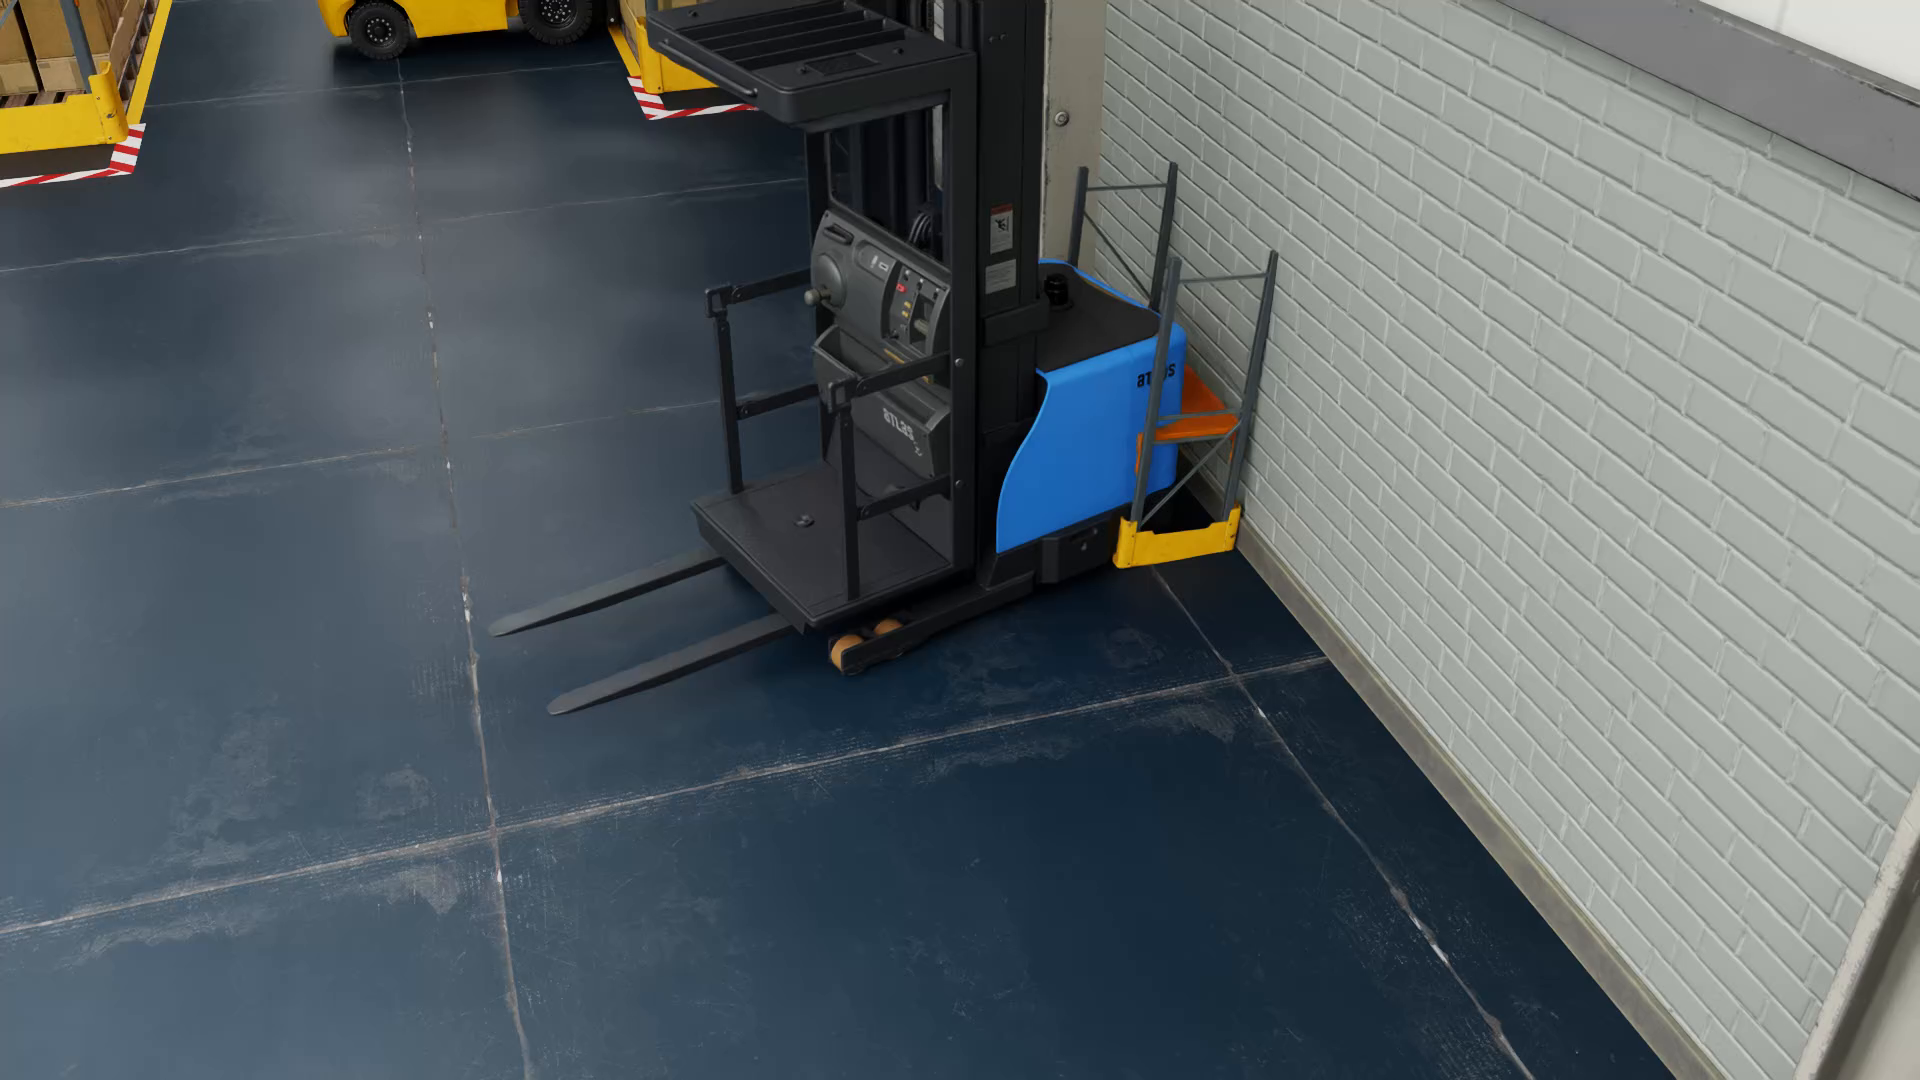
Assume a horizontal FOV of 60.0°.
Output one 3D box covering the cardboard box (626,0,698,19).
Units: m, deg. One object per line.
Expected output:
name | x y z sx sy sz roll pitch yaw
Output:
cardboard box | -2.401 -4.386 13.327 0.500 0.250 0.500 -10 35 -15

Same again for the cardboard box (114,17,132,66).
cardboard box | -6.812 -3.877 13.010 0.500 0.250 0.500 -9 34 -13

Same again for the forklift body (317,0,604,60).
forklift body | -4.270 -5.281 13.792 2.313 2.155 1.214 -10 35 -15

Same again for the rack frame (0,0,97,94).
rack frame | -6.680 -4.110 11.249 1.000 3.000 0.127 -10 35 -15

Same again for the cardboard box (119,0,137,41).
cardboard box | -6.990 -4.162 13.441 0.500 0.250 0.500 -8 34 -12

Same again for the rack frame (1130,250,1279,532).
rack frame | 1.039 -0.542 7.223 0.500 1.500 0.032 -7 35 -17

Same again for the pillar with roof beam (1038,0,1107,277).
pillar with roof beam | -3.578 -4.093 5.781 9.100 9.000 0.400 -10 35 -15

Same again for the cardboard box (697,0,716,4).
cardboard box | -1.900 -4.465 13.446 0.500 0.250 0.500 -9 35 -14

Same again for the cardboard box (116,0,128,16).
cardboard box | -6.980 -4.472 13.230 0.500 0.500 0.500 -9 35 -14

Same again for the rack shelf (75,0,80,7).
rack shelf | -7.290 -4.860 13.037 1.077 0.370 4.000 -10 35 -15

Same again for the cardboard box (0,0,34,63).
cardboard box | -7.173 -3.828 12.255 0.500 0.500 0.500 -10 35 -14

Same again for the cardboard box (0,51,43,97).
cardboard box | -7.190 -3.530 12.484 0.500 0.250 0.500 -10 35 -15

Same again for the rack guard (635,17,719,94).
rack guard | -1.947 -3.891 13.185 1.175 0.500 0.348 -10 35 -15

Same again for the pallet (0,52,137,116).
pallet | -6.918 -3.419 12.733 1.003 0.211 1.213 -10 35 -15

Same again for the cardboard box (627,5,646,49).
cardboard box | -2.399 -4.168 13.451 0.500 0.250 0.500 -10 35 -14

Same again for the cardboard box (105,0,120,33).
cardboard box | -6.835 -4.207 12.829 0.500 0.500 0.500 -11 35 -17

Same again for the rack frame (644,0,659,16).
rack frame | -1.954 -4.947 12.515 1.000 3.000 0.127 -10 35 -15

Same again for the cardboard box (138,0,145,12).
cardboard box | -7.292 -4.695 14.248 0.500 0.250 0.500 -11 35 -16

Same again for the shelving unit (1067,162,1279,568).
shelving unit | 0.878 -0.820 7.629 0.587 1.500 1.083 -7 35 -17

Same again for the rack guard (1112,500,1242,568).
rack guard | 0.988 -0.030 7.578 0.587 0.250 0.087 -7 35 -17

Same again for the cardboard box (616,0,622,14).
cardboard box | -2.685 -4.695 14.248 0.500 0.250 0.500 -10 35 -14

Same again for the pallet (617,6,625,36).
pallet | -2.596 -4.817 14.849 1.003 0.211 1.213 -10 35 -15

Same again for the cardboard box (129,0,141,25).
cardboard box | -7.142 -4.427 13.843 0.500 0.250 0.500 -9 35 -14

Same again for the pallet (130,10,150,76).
pallet | -7.286 -4.059 13.700 1.003 0.211 1.213 -10 35 -15

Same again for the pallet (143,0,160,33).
pallet | -7.662 -4.700 14.672 1.003 0.211 1.213 -10 35 -15

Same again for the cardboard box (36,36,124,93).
cardboard box | -6.663 -3.608 12.603 0.500 0.250 0.500 -10 35 -15

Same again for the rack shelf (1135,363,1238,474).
rack shelf | 0.868 -0.664 7.719 0.538 0.185 1.000 -7 35 -17

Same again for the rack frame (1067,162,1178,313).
rack frame | 0.723 -1.088 8.020 0.500 1.500 0.032 -7 35 -17

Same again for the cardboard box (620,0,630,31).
cardboard box | -2.541 -4.431 13.848 0.500 0.250 0.500 -10 35 -15

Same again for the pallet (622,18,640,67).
pallet | -2.228 -4.178 13.881 1.003 0.211 1.213 -10 35 -15

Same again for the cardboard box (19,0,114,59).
cardboard box | -6.671 -3.933 12.415 0.500 0.500 0.500 -11 35 -16

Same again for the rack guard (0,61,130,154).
rack guard | -6.704 -3.107 11.999 1.175 0.500 0.348 -10 35 -15

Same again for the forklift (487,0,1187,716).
forklift | -0.501 -0.995 6.597 3.031 2.935 1.130 -21 39 -28
